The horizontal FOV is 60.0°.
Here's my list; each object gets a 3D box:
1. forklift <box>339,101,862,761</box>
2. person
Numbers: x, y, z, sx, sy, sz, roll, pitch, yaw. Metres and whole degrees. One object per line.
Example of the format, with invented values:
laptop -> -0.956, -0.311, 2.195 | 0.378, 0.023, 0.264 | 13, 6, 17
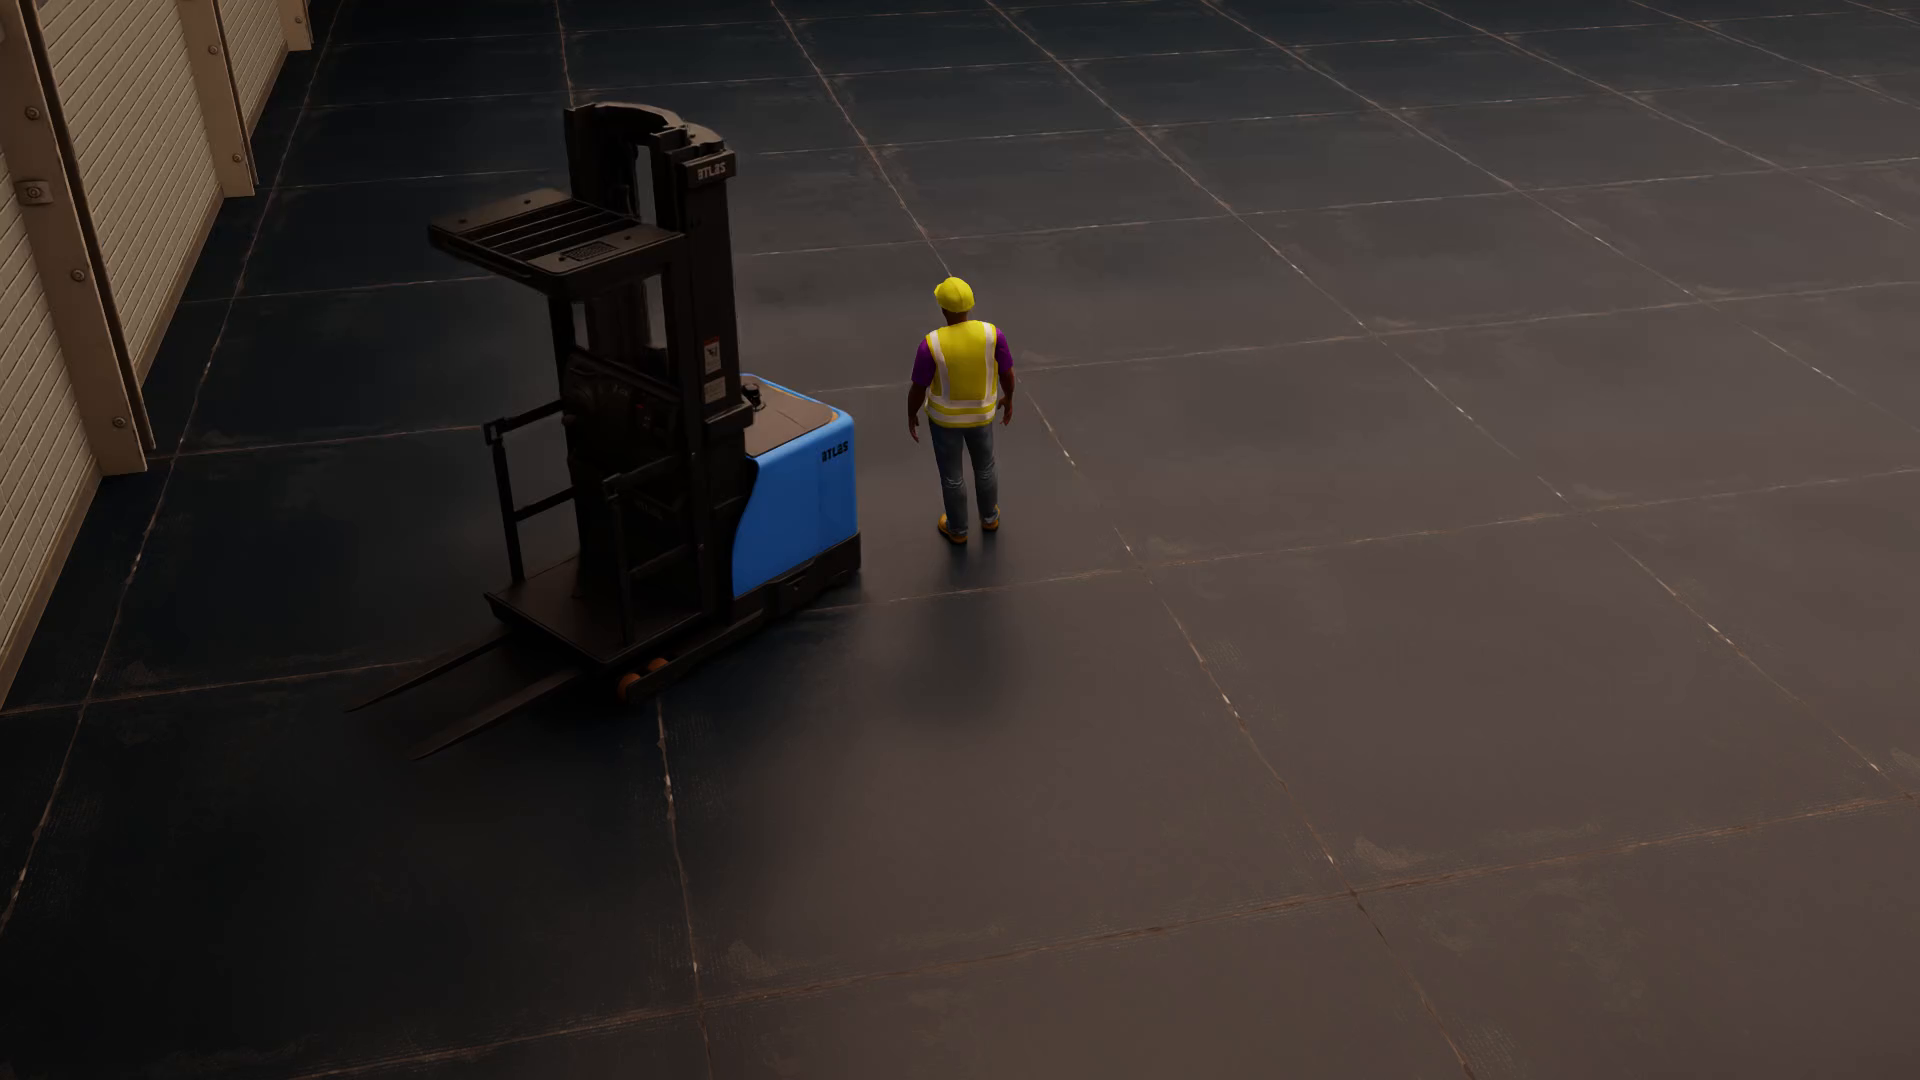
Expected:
forklift -> -1.949, -0.669, 8.730 | 1.130, 2.935, 3.031 | 24, 38, 35
person -> -0.010, -0.805, 10.113 | 0.665, 1.765, 0.577 | -7, 31, -12
